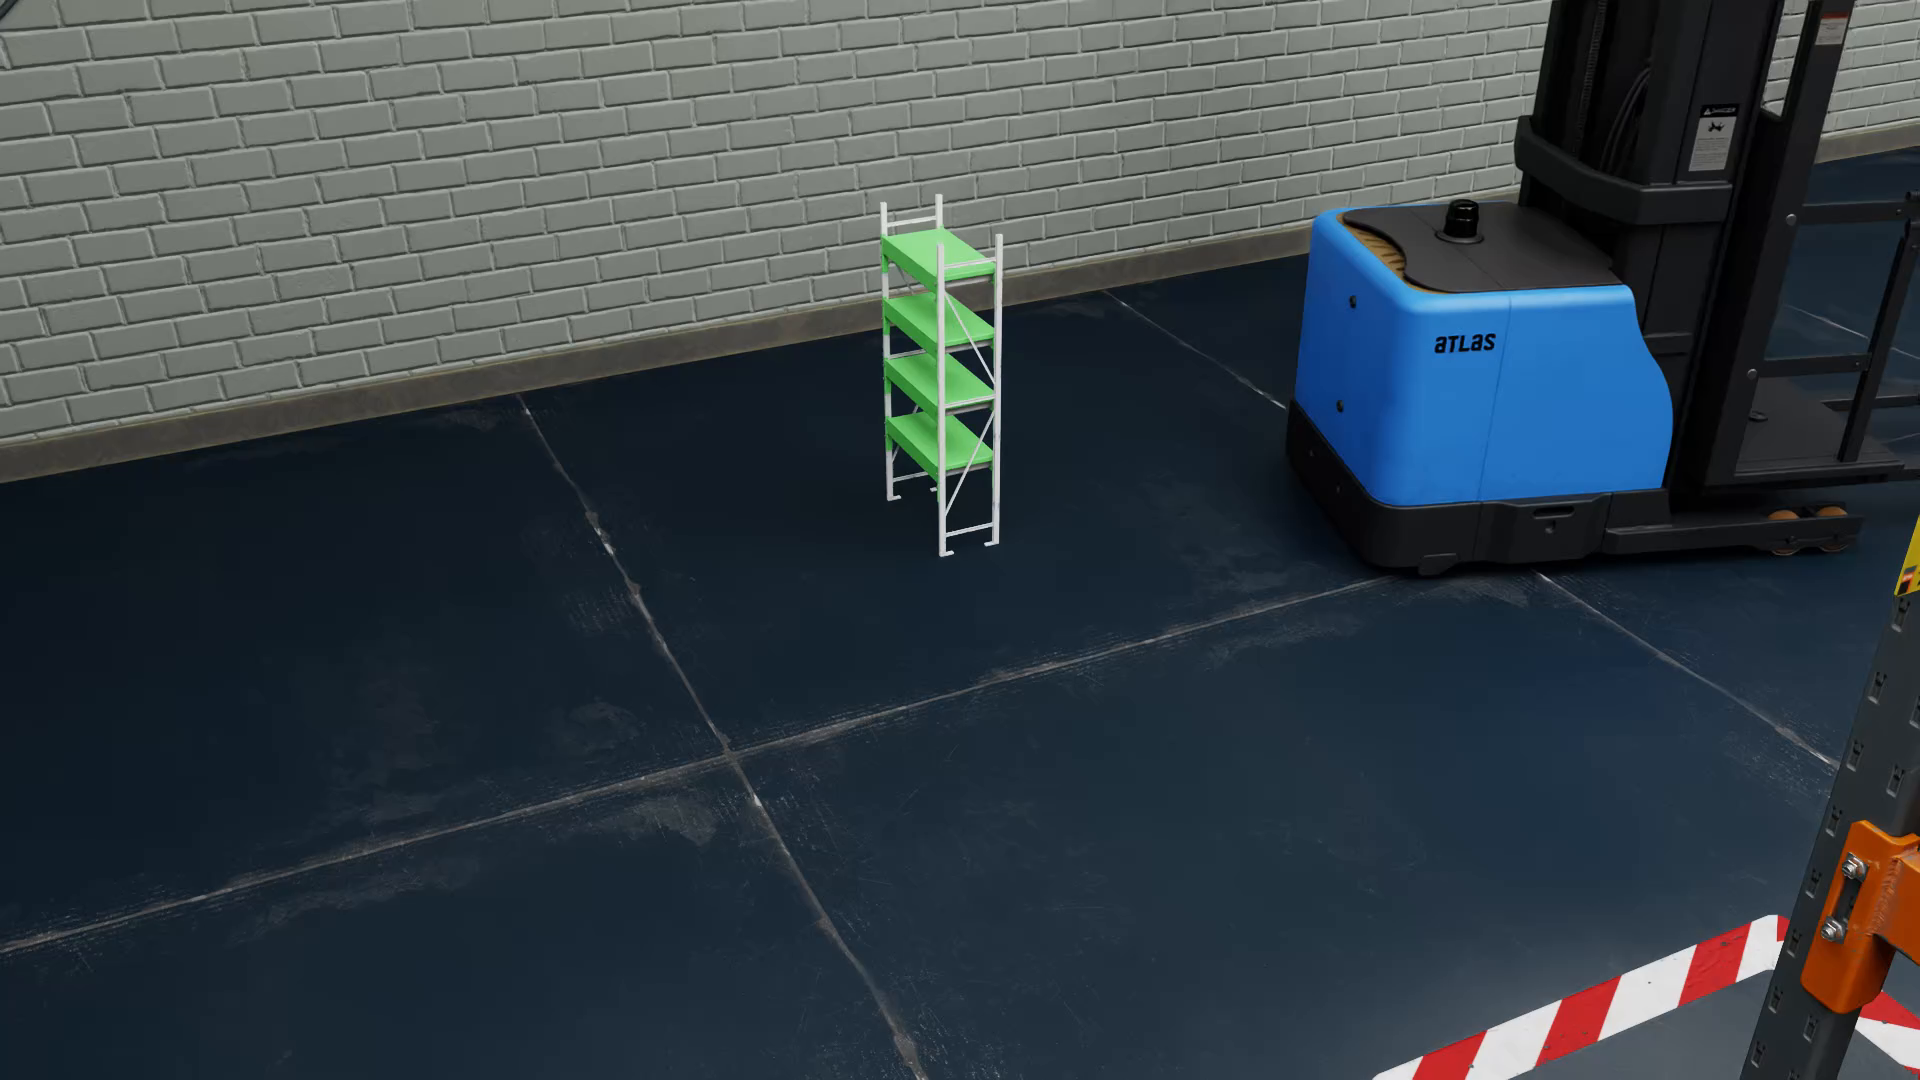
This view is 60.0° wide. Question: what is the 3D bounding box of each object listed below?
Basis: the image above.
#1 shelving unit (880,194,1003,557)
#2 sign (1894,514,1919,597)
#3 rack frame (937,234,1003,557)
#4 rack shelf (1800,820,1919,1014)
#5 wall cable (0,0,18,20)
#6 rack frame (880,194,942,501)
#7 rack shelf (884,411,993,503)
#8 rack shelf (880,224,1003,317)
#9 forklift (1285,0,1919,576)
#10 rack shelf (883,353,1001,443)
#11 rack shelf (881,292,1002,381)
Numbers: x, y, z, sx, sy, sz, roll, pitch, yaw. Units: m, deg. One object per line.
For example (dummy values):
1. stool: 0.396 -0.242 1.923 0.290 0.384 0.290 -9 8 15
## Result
1. shelving unit: -0.071 -0.596 6.087 0.258 1.200 0.503 -13 32 -22
2. sign: 1.439 -0.068 2.420 0.100 0.325 0.005 -13 32 -22
3. rack frame: 0.034 -0.489 5.895 0.240 1.200 0.015 -13 32 -22
4. rack shelf: 2.788 1.393 1.435 1.077 0.370 4.000 -13 32 -22
5. wall cable: -4.648 -2.599 4.858 3.097 2.526 0.112 -13 32 -22
6. rack frame: -0.176 -0.704 6.279 0.240 1.200 0.015 -13 32 -22
7. rack shelf: -0.071 -0.331 6.236 0.258 0.148 0.480 -13 32 -22
8. rack shelf: -0.071 -0.959 5.883 0.258 0.148 0.480 -13 32 -22
9. forklift: 2.879 -1.471 5.877 3.031 2.935 1.130 -4 30 -7
10. rack shelf: -0.071 -0.541 6.118 0.258 0.148 0.480 -13 32 -22
11. rack shelf: -0.071 -0.750 6.001 0.258 0.148 0.480 -13 32 -22
